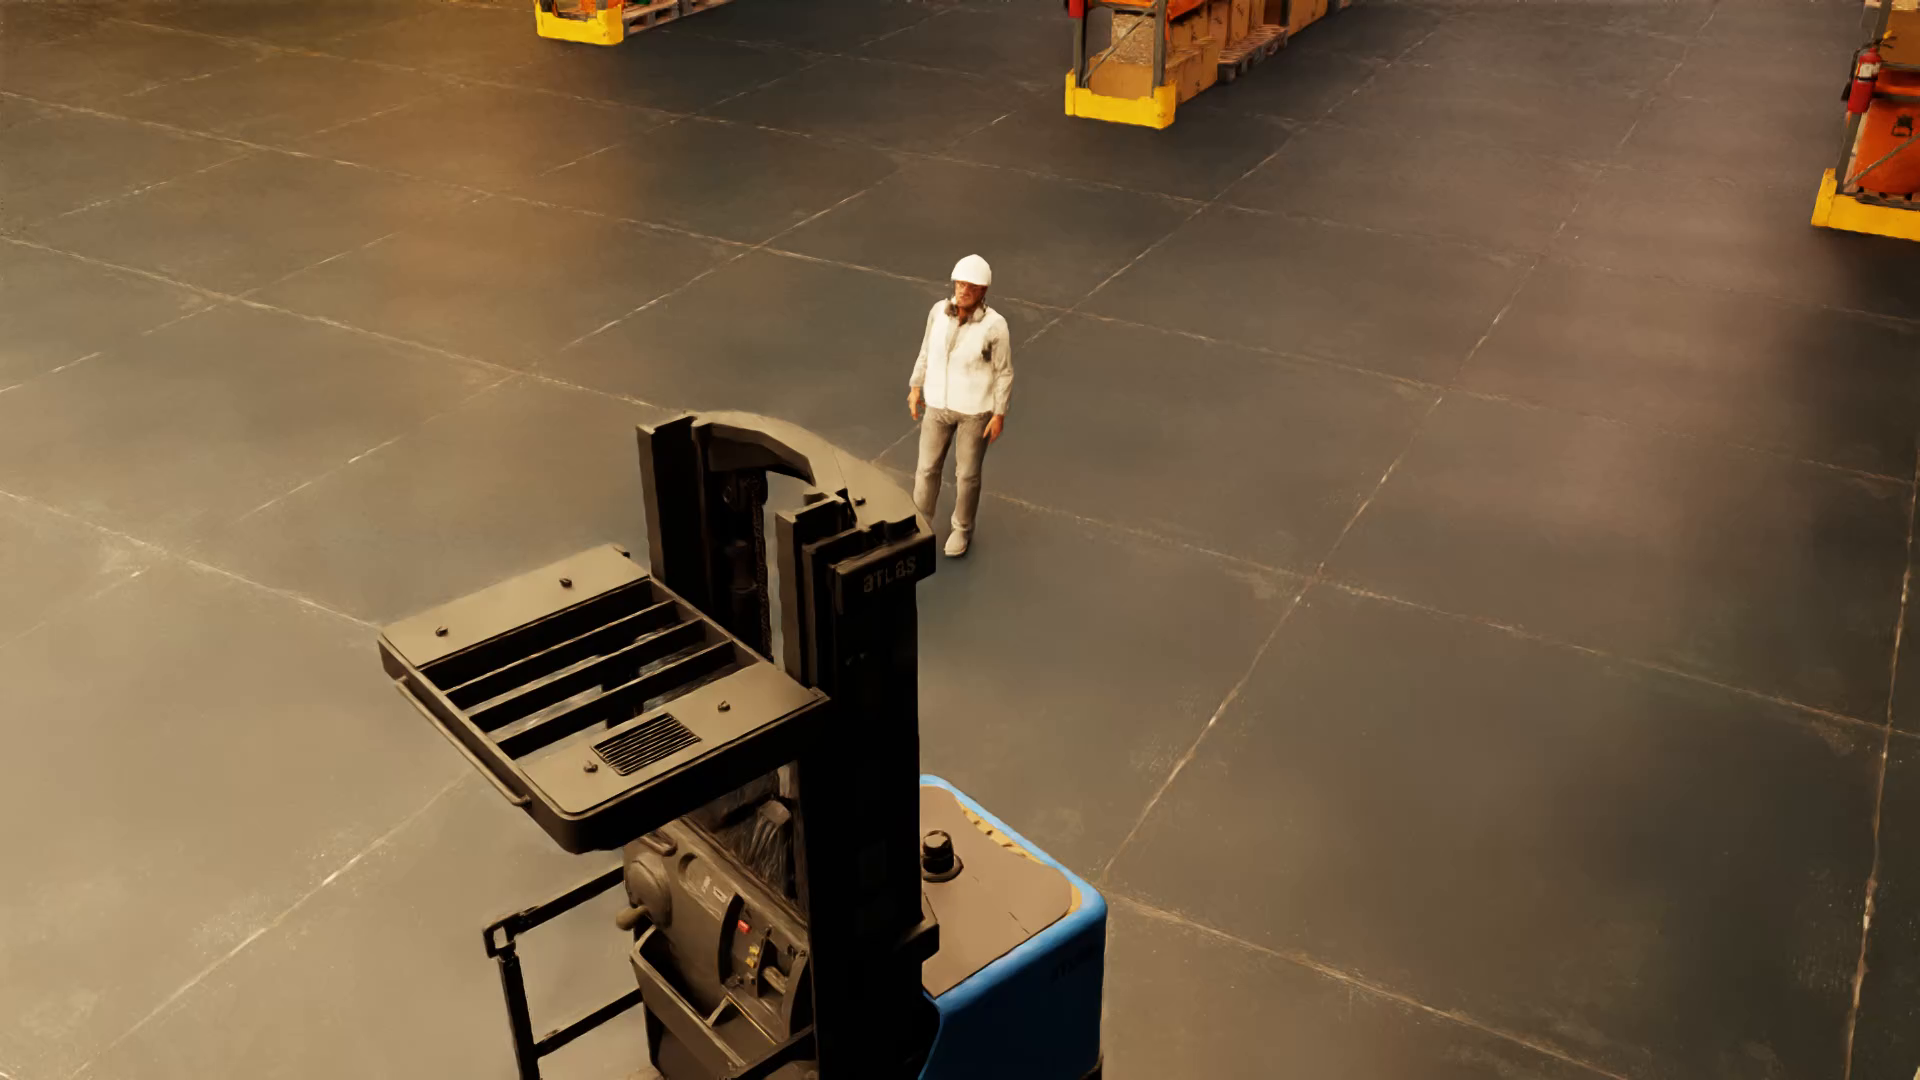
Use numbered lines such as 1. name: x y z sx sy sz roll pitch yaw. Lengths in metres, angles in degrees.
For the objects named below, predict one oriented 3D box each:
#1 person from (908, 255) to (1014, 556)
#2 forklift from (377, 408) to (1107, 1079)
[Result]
1. person: -0.037 -0.749 9.512 0.632 1.773 0.567 15 33 25
2. forklift: -0.919 1.195 5.000 3.031 2.935 1.130 -24 37 -35
